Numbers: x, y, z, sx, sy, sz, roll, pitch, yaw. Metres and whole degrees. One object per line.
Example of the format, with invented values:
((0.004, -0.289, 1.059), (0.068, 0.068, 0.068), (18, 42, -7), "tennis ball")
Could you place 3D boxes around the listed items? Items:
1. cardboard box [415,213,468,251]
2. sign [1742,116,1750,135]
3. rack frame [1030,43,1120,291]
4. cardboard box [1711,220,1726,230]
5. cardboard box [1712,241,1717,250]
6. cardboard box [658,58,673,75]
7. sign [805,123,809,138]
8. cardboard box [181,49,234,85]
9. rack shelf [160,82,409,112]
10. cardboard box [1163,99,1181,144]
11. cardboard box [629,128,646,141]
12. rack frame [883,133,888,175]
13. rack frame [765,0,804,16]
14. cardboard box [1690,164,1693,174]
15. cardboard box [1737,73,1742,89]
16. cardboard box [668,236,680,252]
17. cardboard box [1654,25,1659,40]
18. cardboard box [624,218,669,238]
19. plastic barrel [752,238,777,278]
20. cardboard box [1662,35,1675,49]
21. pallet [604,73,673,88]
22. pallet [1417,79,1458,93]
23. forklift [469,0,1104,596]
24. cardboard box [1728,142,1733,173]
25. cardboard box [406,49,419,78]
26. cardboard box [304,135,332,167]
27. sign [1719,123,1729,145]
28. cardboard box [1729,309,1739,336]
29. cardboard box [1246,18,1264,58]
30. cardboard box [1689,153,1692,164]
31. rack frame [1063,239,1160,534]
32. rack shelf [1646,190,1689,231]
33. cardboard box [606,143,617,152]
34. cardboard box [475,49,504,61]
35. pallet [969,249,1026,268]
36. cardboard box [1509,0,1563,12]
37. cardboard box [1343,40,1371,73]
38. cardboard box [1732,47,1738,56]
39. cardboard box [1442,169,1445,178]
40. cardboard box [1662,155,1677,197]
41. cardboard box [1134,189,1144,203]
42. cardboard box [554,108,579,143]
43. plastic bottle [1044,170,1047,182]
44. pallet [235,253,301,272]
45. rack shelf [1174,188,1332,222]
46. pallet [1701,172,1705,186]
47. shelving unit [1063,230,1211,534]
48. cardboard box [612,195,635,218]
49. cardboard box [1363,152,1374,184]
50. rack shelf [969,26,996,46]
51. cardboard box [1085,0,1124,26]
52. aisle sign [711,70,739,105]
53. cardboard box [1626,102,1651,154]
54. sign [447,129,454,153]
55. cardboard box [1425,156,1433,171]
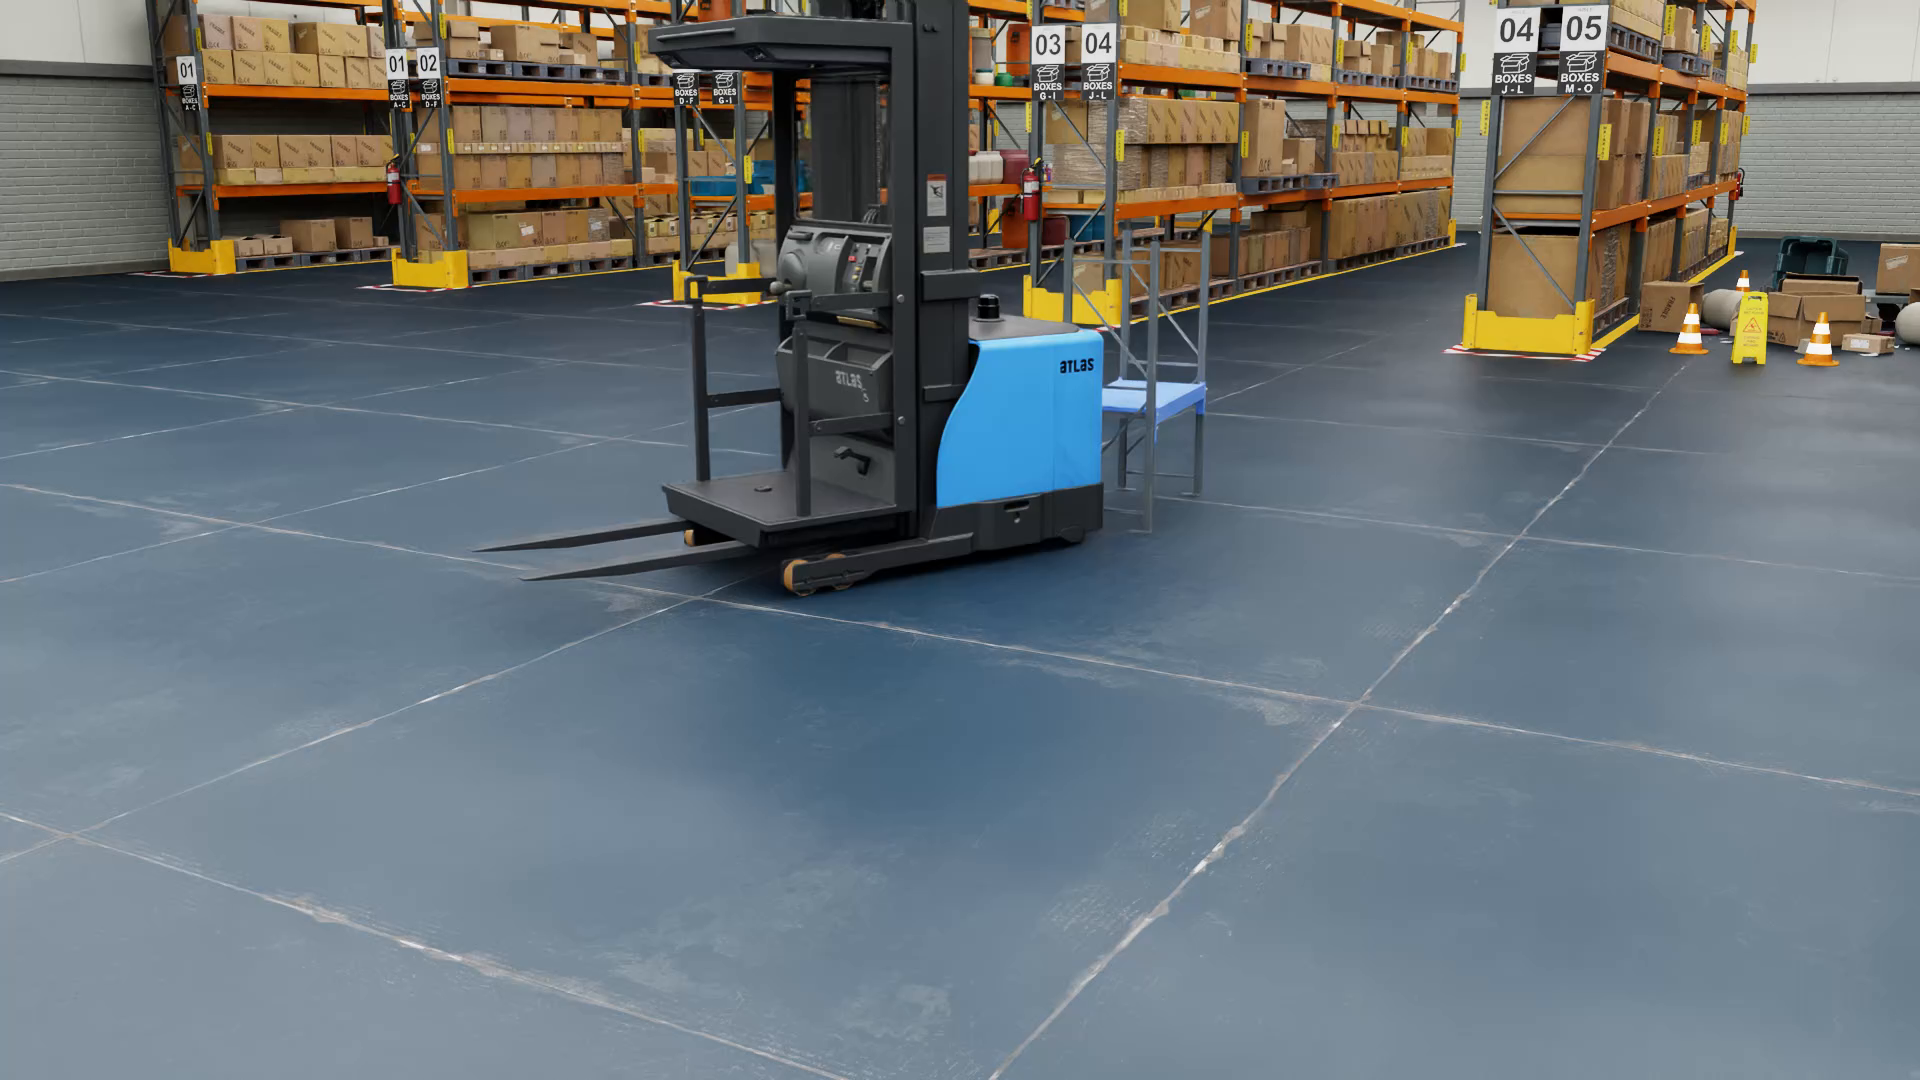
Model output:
((-7.418, -4.410, 23.797), (0.500, 0.500, 0.500), (7, 15, 28), "cardboard box")
((13.757, -7.261, 29.106), (0.100, 0.325, 0.005), (7, 15, 28), "sign")
((1.253, -3.911, 18.357), (1.000, 3.000, 0.127), (7, 15, 28), "rack frame")
((12.799, -5.361, 28.290), (0.380, 0.149, 0.250), (8, 16, 30), "cardboard box")
((12.396, -4.918, 27.719), (0.380, 0.149, 0.250), (7, 15, 27), "cardboard box")
((-4.914, -7.683, 27.025), (0.500, 0.250, 0.500), (6, 15, 23), "cardboard box")
((-3.552, -9.491, 38.527), (0.100, 0.325, 0.005), (7, 15, 28), "sign")
((-11.375, -7.152, 25.142), (0.500, 0.500, 0.500), (8, 16, 30), "cardboard box")
((-10.788, -7.114, 26.776), (1.077, 0.370, 4.000), (7, 15, 28), "rack shelf")
((2.246, -4.877, 19.382), (0.500, 0.500, 0.500), (7, 15, 28), "cardboard box")
((-6.704, -8.186, 33.600), (0.500, 0.250, 0.500), (7, 15, 27), "cardboard box")
((-1.149, -5.293, 24.089), (1.000, 3.000, 0.127), (7, 15, 28), "rack frame")
((-4.020, -11.794, 38.254), (1.000, 3.000, 0.127), (7, 15, 28), "rack frame")
((10.322, -5.342, 23.931), (0.380, 0.149, 0.250), (8, 16, 30), "cardboard box")
((12.561, -7.556, 27.396), (0.500, 0.250, 0.500), (8, 16, 31), "cardboard box")
((-4.823, -4.882, 27.354), (0.500, 0.250, 0.500), (8, 16, 29), "cardboard box")
((7.462, -5.575, 18.286), (0.380, 0.149, 0.250), (8, 16, 29), "cardboard box")
((-5.065, -5.052, 26.862), (0.500, 0.311, 0.500), (7, 15, 28), "cardboard box")
((-2.589, -3.714, 21.950), (0.421, 0.512, 0.421), (0, 14, 0), "plastic barrel")
((8.385, -5.996, 20.032), (0.380, 0.149, 0.250), (7, 15, 28), "cardboard box")
((-5.068, -7.403, 26.848), (0.805, 0.209, 1.217), (7, 15, 26), "pallet")
((8.638, -8.456, 30.996), (1.003, 0.211, 1.213), (7, 15, 28), "pallet")
((-0.768, -1.312, 7.722), (3.031, 2.935, 1.130), (-9, 16, -34), "forklift")
((12.549, -6.372, 27.715), (0.500, 0.500, 0.500), (8, 16, 31), "cardboard box")
((-9.487, -8.230, 28.760), (0.500, 0.500, 0.500), (10, 17, 36), "cardboard box")
((-10.519, -6.273, 26.831), (0.500, 0.500, 0.500), (8, 16, 30), "cardboard box")
((11.835, -6.291, 25.759), (0.100, 0.325, 0.005), (7, 15, 28), "sign")
((8.261, -2.259, 17.336), (0.396, 0.266, 0.258), (11, 17, 38), "cardboard box")
((3.501, -6.530, 21.702), (0.797, 0.503, 0.637), (7, 15, 25), "cardboard box")
((10.200, -5.436, 23.686), (0.380, 0.149, 0.250), (7, 15, 28), "cardboard box")
((0.769, -0.786, 8.595), (0.500, 1.500, 0.032), (6, 15, 22), "rack frame")
((8.447, -4.210, 21.131), (1.077, 0.370, 4.000), (7, 15, 28), "rack shelf")
((-5.548, -6.088, 25.791), (0.380, 0.149, 0.250), (7, 15, 27), "cardboard box")
((-6.694, -6.864, 23.547), (0.380, 0.149, 0.250), (7, 15, 28), "cardboard box")
((0.376, -4.604, 27.179), (1.003, 0.211, 1.213), (7, 15, 28), "pallet")
((5.538, -5.243, 16.058), (0.500, 0.250, 0.500), (8, 16, 29), "cardboard box")
((6.089, -7.687, 26.501), (0.797, 0.503, 0.637), (7, 15, 27), "cardboard box")
((12.377, -7.909, 26.943), (0.380, 0.149, 0.250), (8, 16, 31), "cardboard box")
((8.857, -6.856, 31.109), (0.380, 0.149, 0.250), (7, 15, 28), "cardboard box")
((8.703, -4.585, 20.940), (0.500, 0.500, 0.500), (8, 16, 29), "cardboard box")
((1.871, -3.919, 18.927), (0.380, 0.149, 0.250), (7, 15, 28), "cardboard box")
((-6.178, -6.236, 25.019), (0.700, 0.500, 0.500), (7, 15, 28), "cardboard box")
((1.404, -6.110, 27.901), (0.097, 0.201, 0.097), (0, 14, 0), "plastic bottle")
((-11.295, -4.418, 26.407), (1.003, 0.211, 1.213), (7, 15, 28), "pallet")
((4.154, -4.793, 23.548), (1.077, 0.370, 4.000), (7, 15, 28), "rack shelf")
((10.850, -5.557, 25.593), (1.003, 0.211, 1.213), (7, 15, 28), "pallet")
((0.964, -0.896, 9.051), (0.538, 1.500, 1.048), (6, 15, 22), "shelving unit")
((-6.988, -6.710, 33.658), (0.750, 0.750, 0.750), (7, 15, 28), "cardboard box")
((6.329, -5.984, 26.741), (0.500, 0.500, 0.500), (7, 15, 28), "cardboard box")
((-0.649, -10.472, 34.312), (1.077, 0.370, 4.000), (7, 15, 28), "rack shelf")
((1.781, -6.152, 19.338), (0.500, 0.500, 0.500), (7, 15, 28), "cardboard box")
((-2.861, -5.688, 20.181), (0.394, 0.787, 0.004), (7, 15, 28), "aisle sign")
((7.107, -4.549, 18.380), (0.875, 0.550, 0.550), (7, 15, 28), "cardboard box")
((-6.934, -5.430, 22.639), (0.100, 0.325, 0.005), (7, 15, 28), "sign")
((8.246, -6.820, 30.109), (0.500, 0.250, 0.500), (7, 15, 28), "cardboard box")
